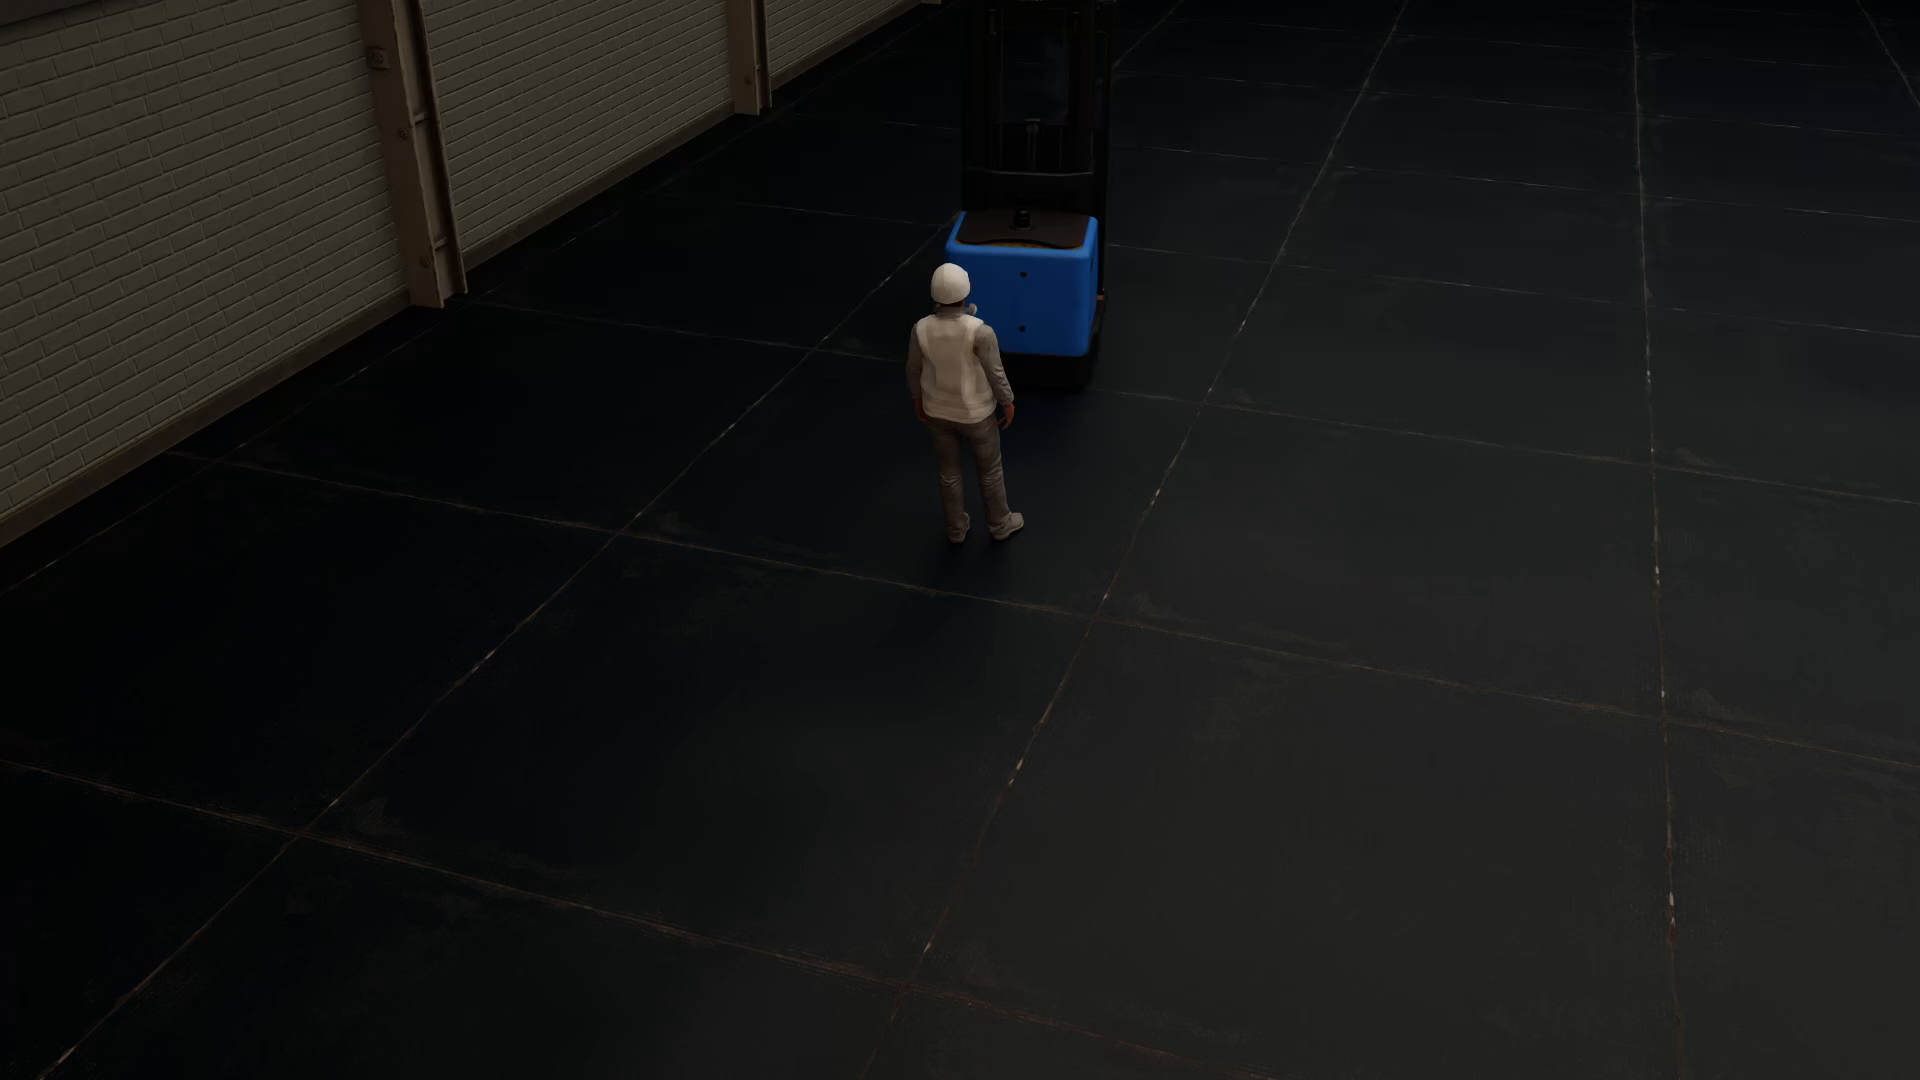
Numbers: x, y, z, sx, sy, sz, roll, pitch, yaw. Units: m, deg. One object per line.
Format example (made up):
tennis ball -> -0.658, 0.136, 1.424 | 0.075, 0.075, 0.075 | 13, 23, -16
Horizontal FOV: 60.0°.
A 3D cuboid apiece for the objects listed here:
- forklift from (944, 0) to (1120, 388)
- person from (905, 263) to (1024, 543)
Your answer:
forklift -> 0.595, -3.068, 12.518 | 1.130, 2.935, 3.031 | 4, 30, 7
person -> 0.027, -0.805, 9.703 | 0.634, 1.775, 0.566 | 10, 31, 16
